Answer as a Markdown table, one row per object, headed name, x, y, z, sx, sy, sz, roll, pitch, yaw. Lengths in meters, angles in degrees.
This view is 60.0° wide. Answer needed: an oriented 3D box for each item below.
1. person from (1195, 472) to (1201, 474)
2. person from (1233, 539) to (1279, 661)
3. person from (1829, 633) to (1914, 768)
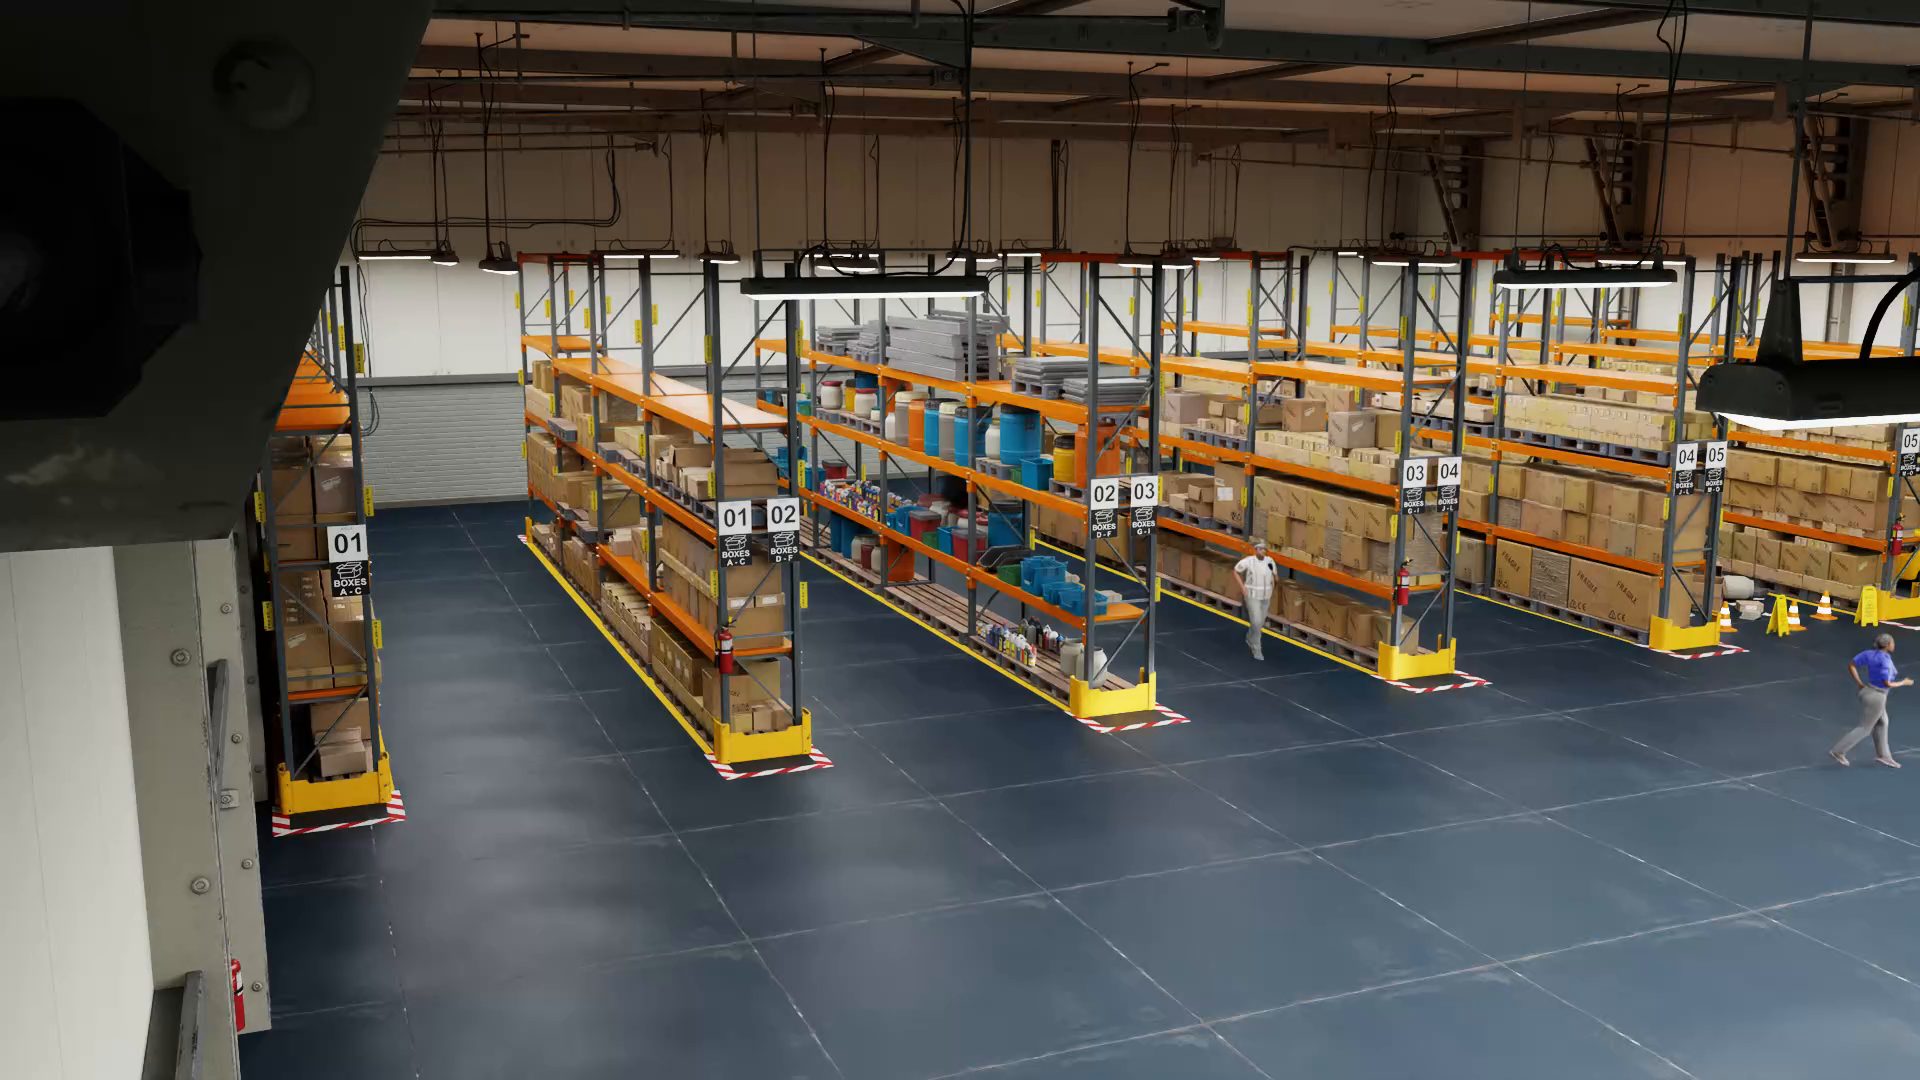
| name | x | y | z | sx | sy | sz | roll | pitch | yaw |
| --- | --- | --- | --- | --- | --- | --- | --- | --- | --- |
| person | 4.782 | -0.566 | 33.684 | 0.498 | 1.638 | 0.782 | -6 | 12 | -30 |
| person | 4.537 | 0.879 | 25.336 | 0.662 | 1.842 | 0.745 | -4 | 11 | -20 |
| person | 10.882 | 1.928 | 19.865 | 0.899 | 1.675 | 0.539 | 1 | 10 | 5 |
